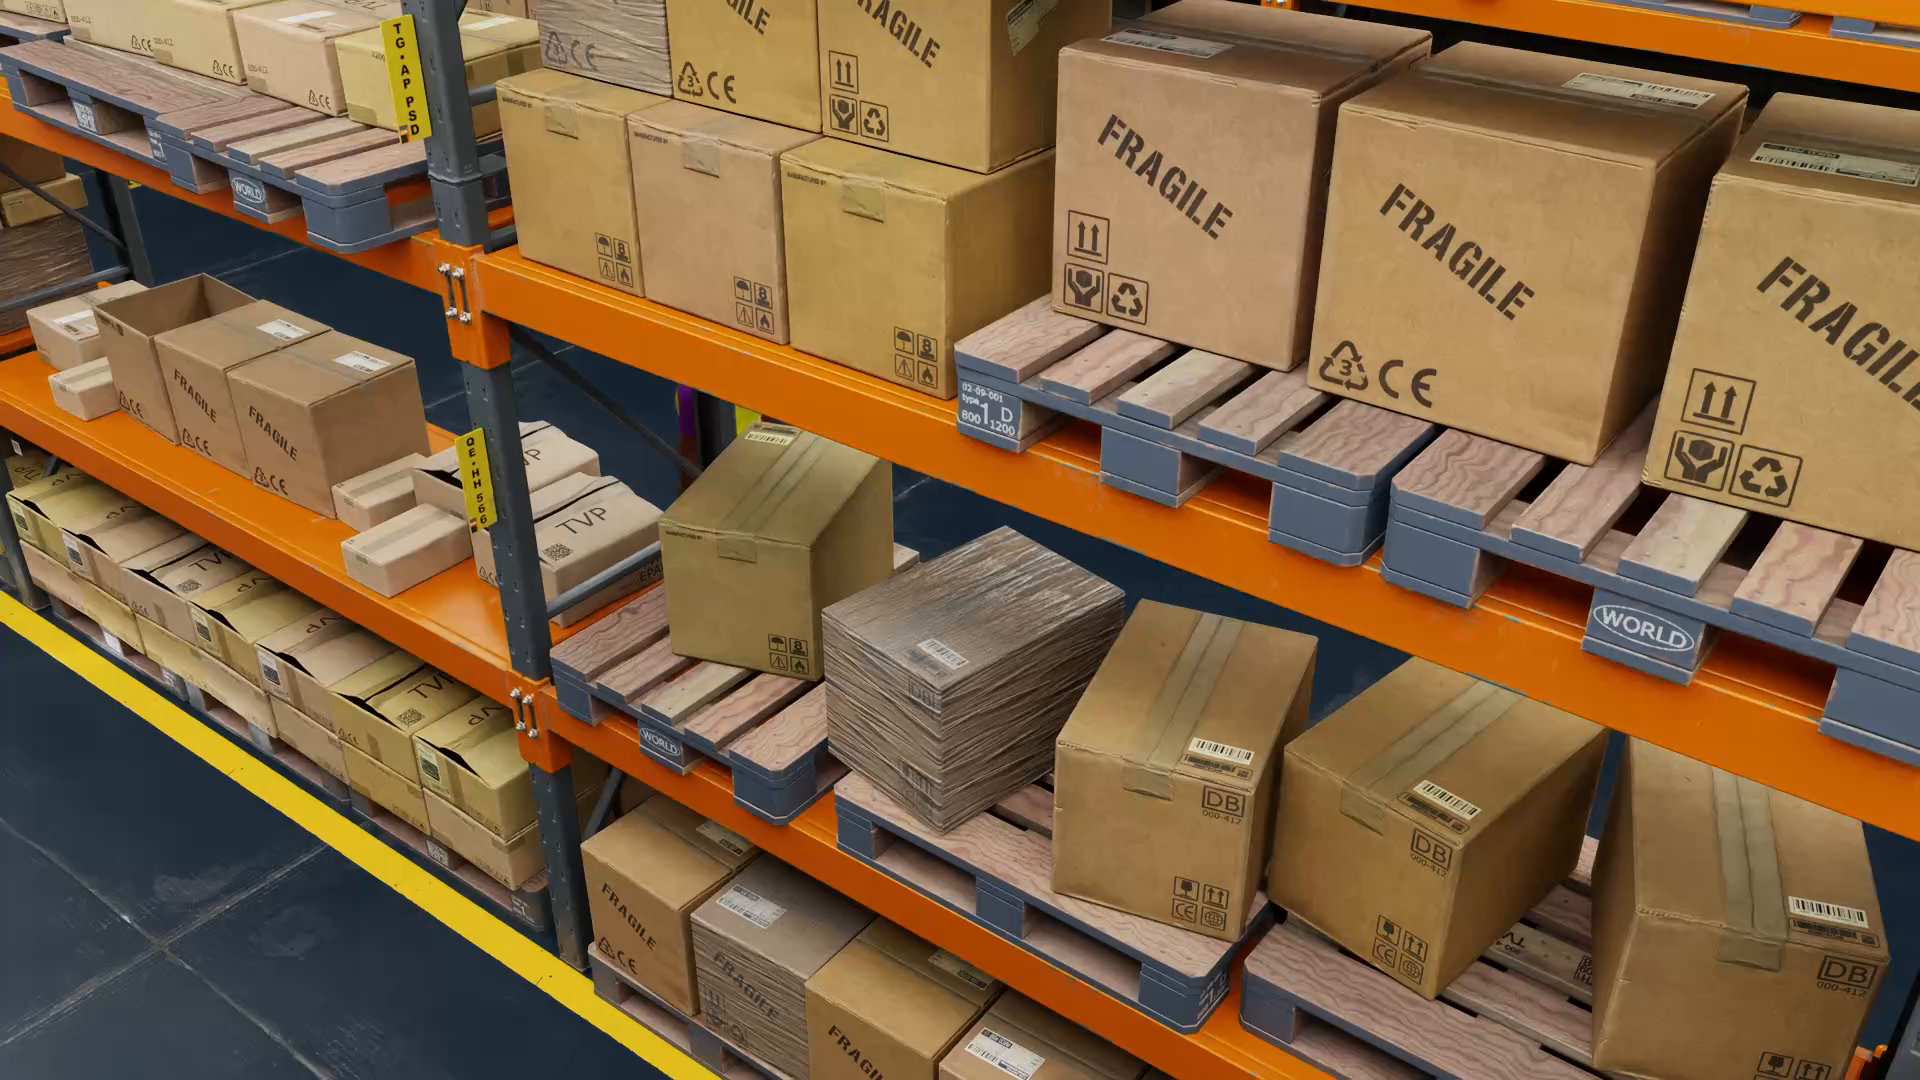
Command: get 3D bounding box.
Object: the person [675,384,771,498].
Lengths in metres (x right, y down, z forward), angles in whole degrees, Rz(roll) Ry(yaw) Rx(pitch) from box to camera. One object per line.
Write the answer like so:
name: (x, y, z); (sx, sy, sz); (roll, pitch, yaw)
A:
person: (-1.097, -0.307, 7.705); (0.397, 1.824, 0.562); (22, 37, 32)
